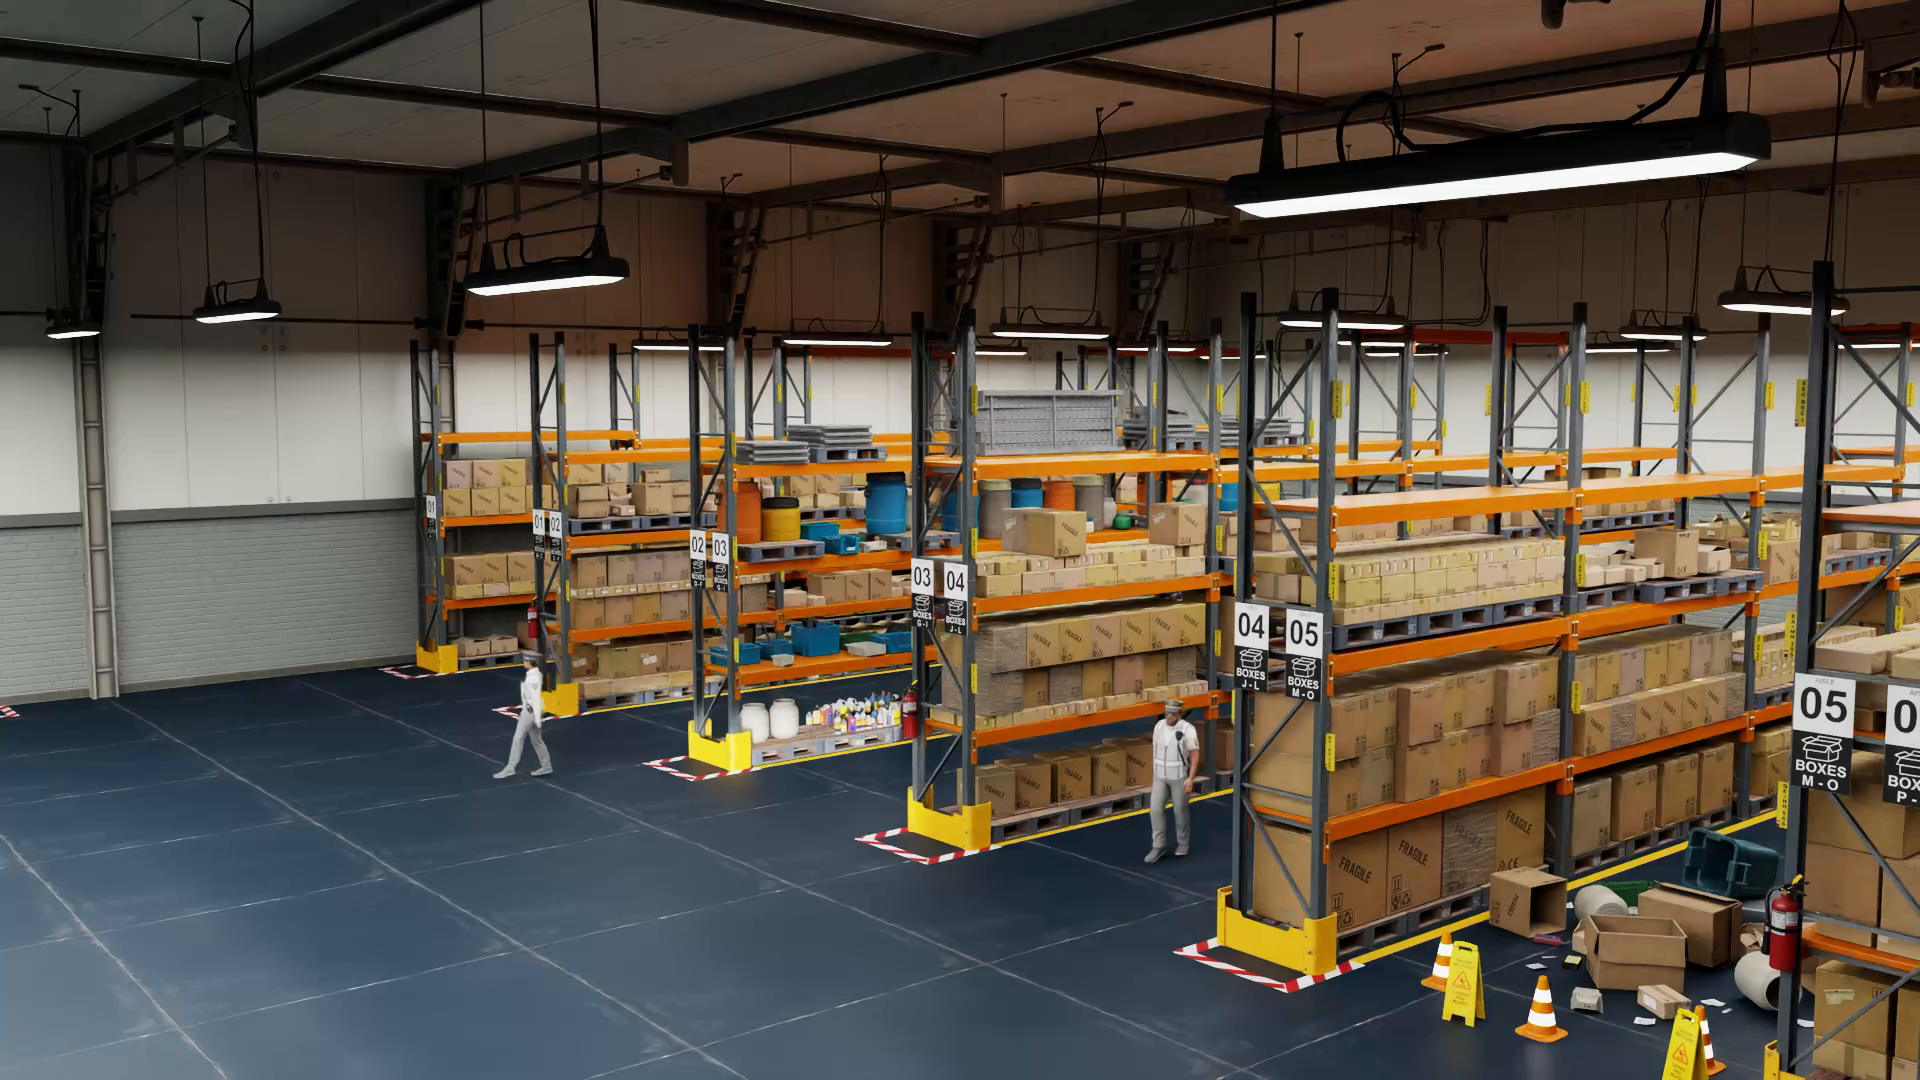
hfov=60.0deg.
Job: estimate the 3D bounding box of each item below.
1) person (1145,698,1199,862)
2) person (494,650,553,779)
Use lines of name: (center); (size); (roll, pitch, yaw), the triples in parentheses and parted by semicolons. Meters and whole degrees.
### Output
person: (2.333, 2.617, 18.215); (0.586, 1.782, 0.637); (3, 6, 32)
person: (-5.790, 2.302, 22.015); (0.694, 1.666, 0.598); (0, 5, -4)
